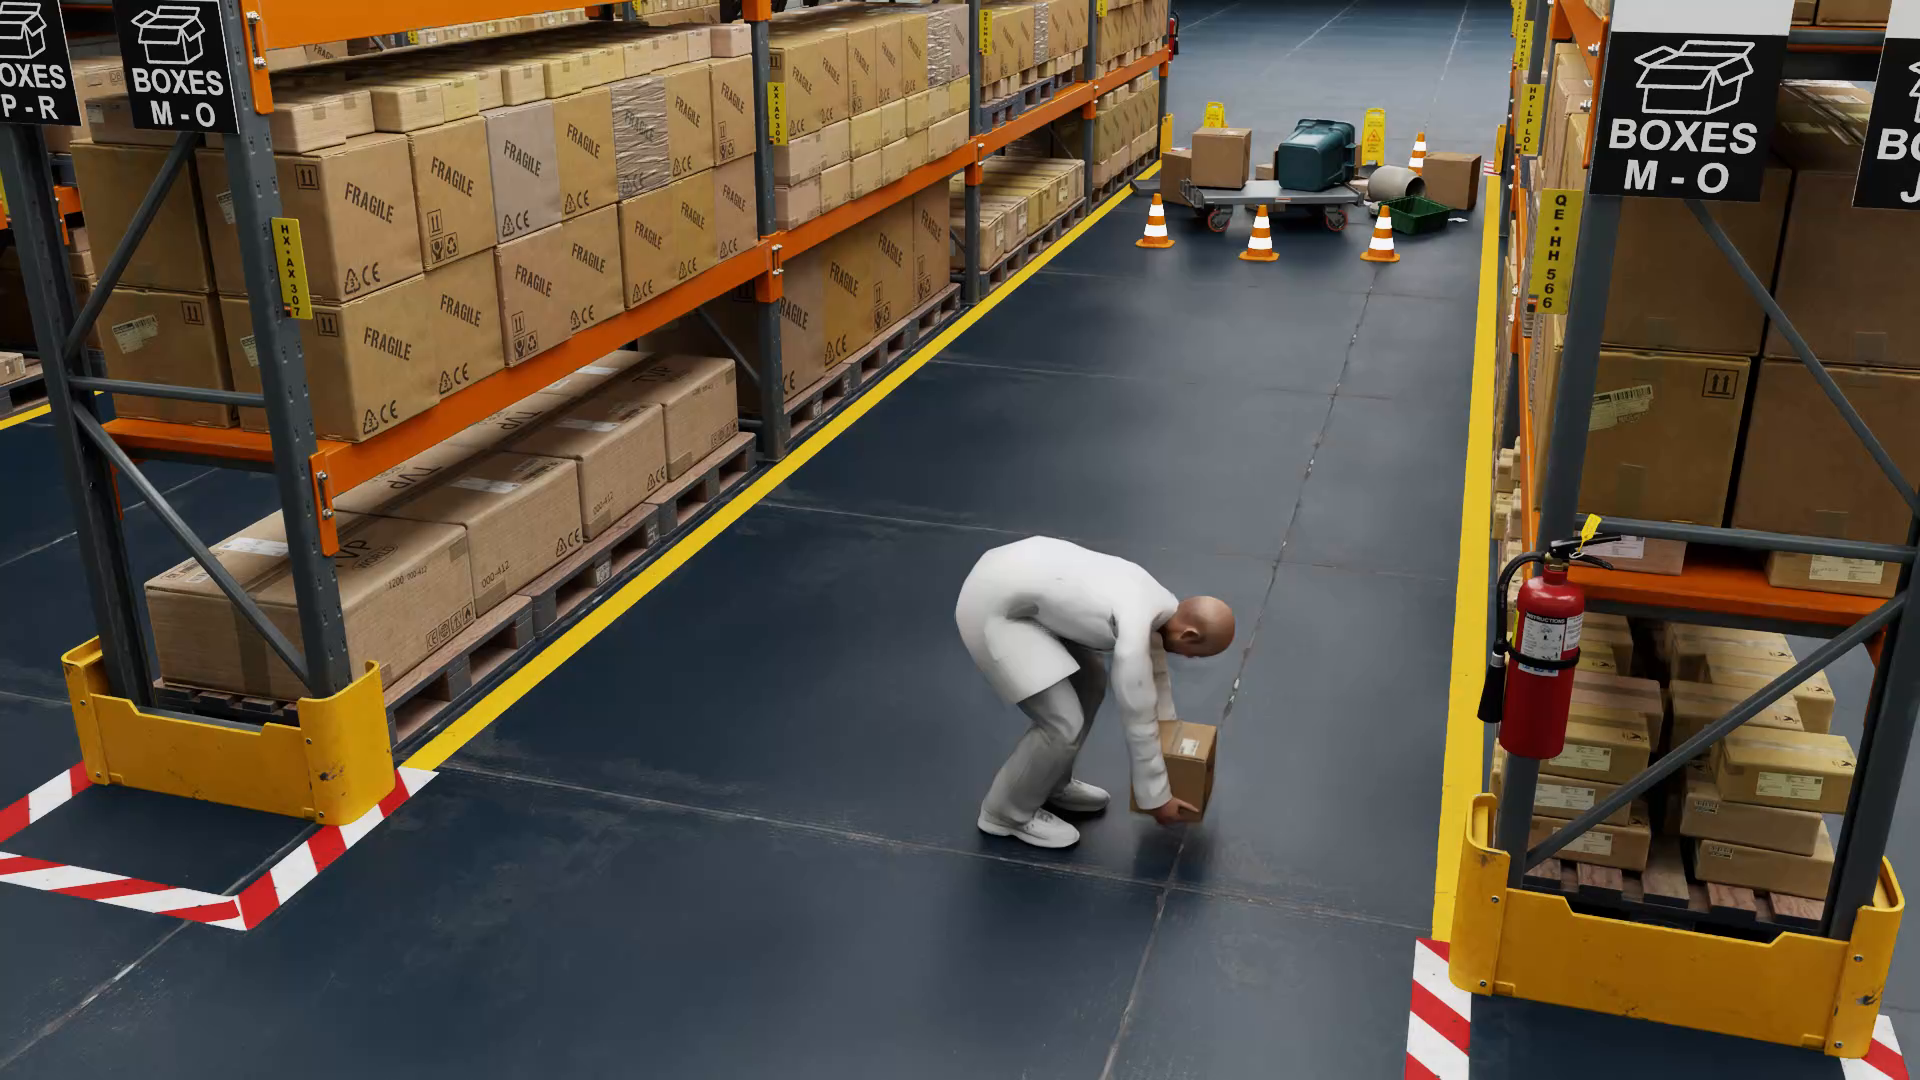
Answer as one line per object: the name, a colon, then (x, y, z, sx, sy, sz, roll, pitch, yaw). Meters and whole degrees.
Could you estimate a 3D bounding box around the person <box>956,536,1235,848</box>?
person: (7.619, -1.071, 9.770, 12.725, 1.066, 12.466, 5, 22, 13)
